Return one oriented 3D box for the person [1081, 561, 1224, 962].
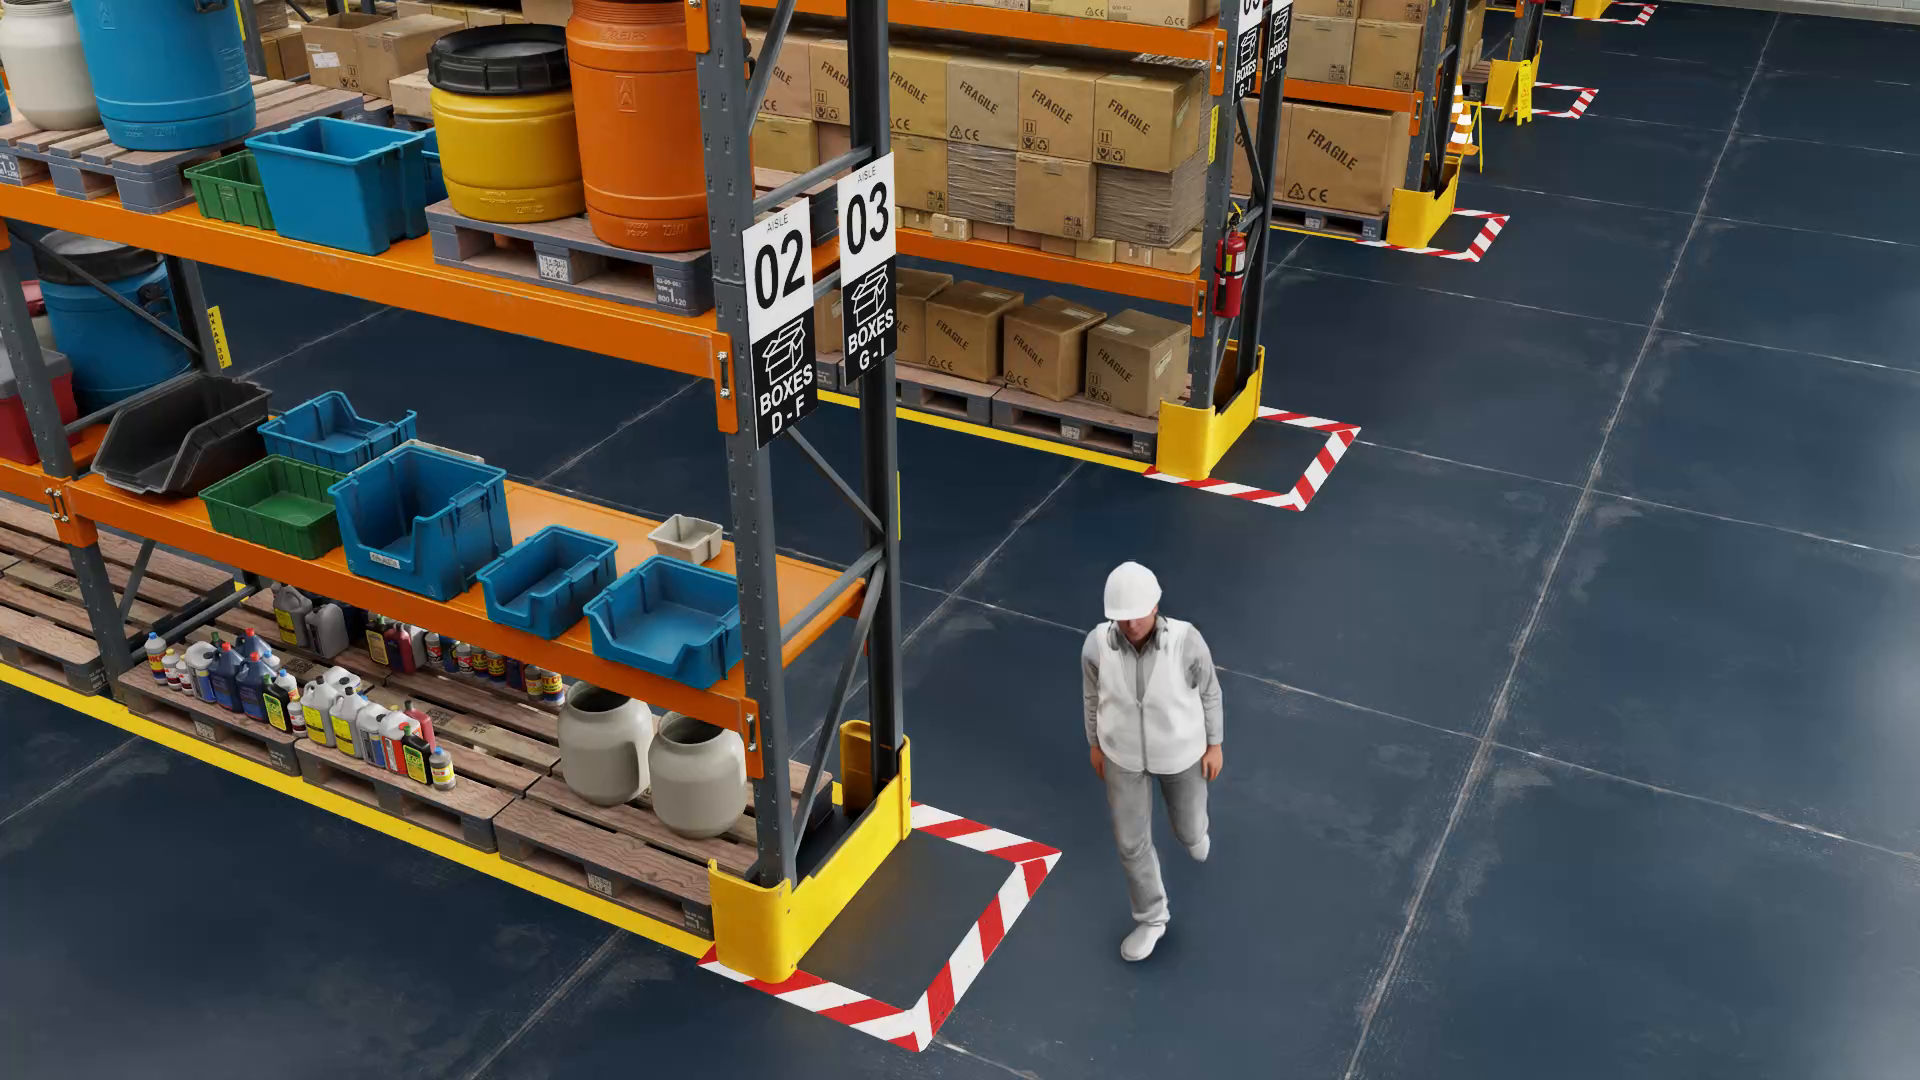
[{"bbox_3d":[0.791,0.818,6.853,0.596,1.738,0.849,8,31,13],"label":"person"}]
